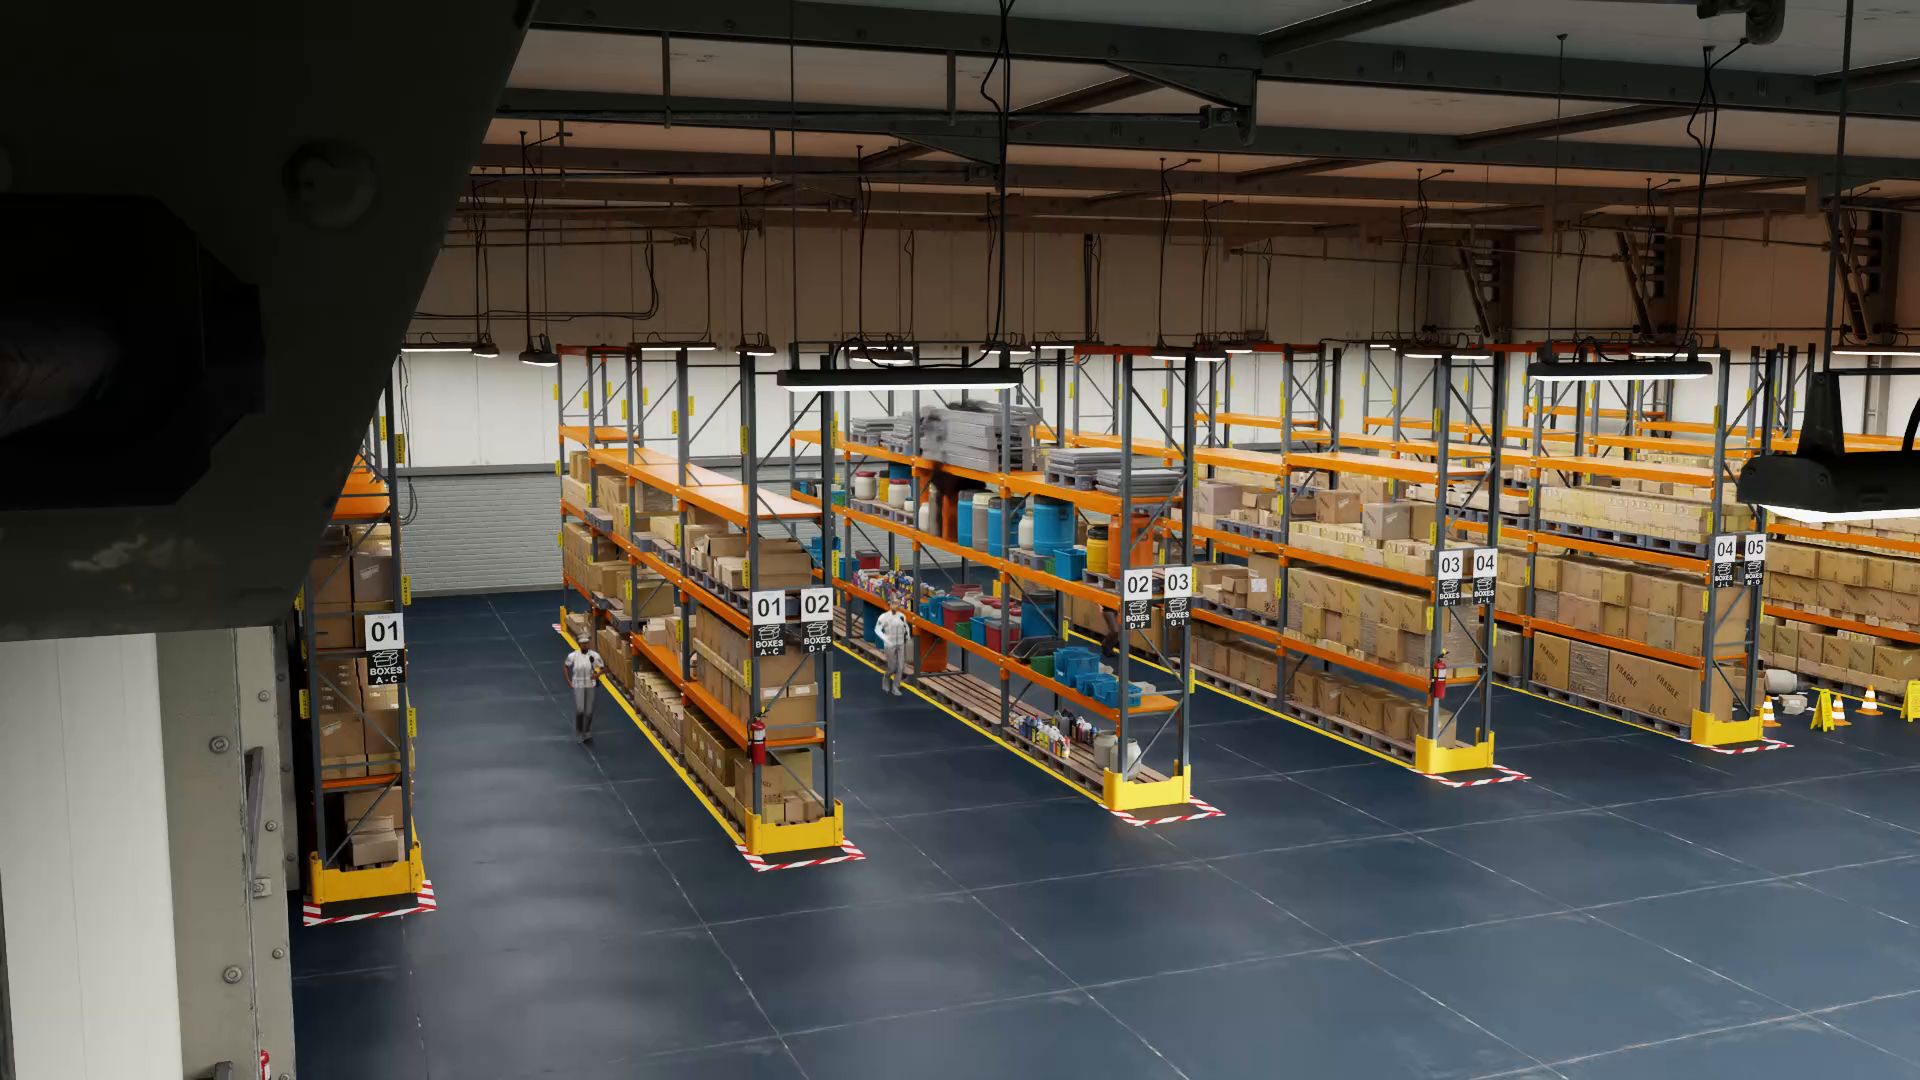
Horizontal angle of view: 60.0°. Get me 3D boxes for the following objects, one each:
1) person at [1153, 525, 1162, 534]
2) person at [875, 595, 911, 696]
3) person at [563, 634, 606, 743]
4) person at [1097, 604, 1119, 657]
[{"bbox_3d":[4.593,0.527,39.054,0.711,1.796,0.619,0,7,3],"label":"person"},{"bbox_3d":[-1.074,1.736,27.456,0.567,1.659,0.480,-3,8,-26],"label":"person"},{"bbox_3d":[-5.739,2.266,25.483,0.634,1.696,0.587,-2,8,-16],"label":"person"},{"bbox_3d":[2.826,1.328,30.530,0.644,1.703,0.592,-4,8,-30],"label":"person"}]
